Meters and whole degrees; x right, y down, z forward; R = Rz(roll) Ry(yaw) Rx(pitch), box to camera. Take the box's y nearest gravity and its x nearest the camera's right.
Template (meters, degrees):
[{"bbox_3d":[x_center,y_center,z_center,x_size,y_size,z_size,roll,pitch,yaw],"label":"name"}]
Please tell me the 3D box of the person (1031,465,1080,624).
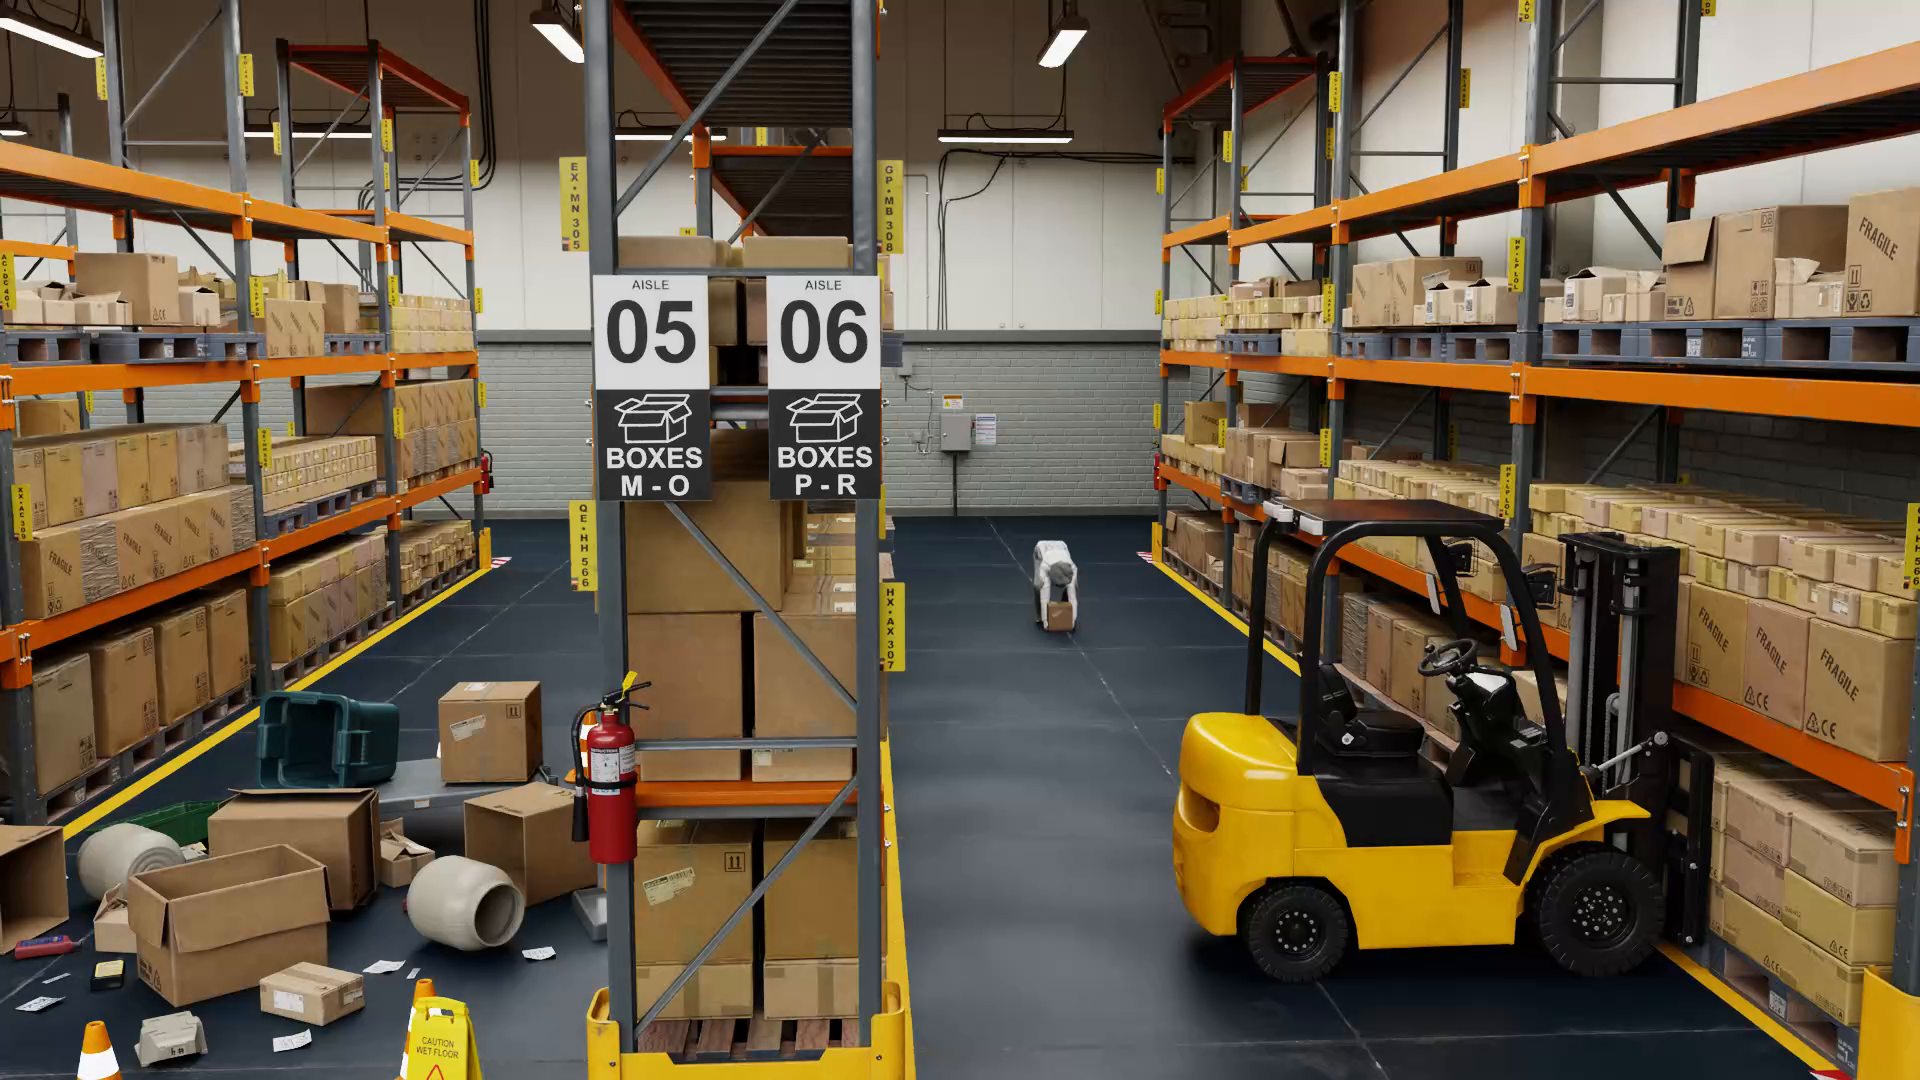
[{"bbox_3d":[1.005,0.035,17.452,0.529,1.662,0.375,-1,7,-6],"label":"person"}]
